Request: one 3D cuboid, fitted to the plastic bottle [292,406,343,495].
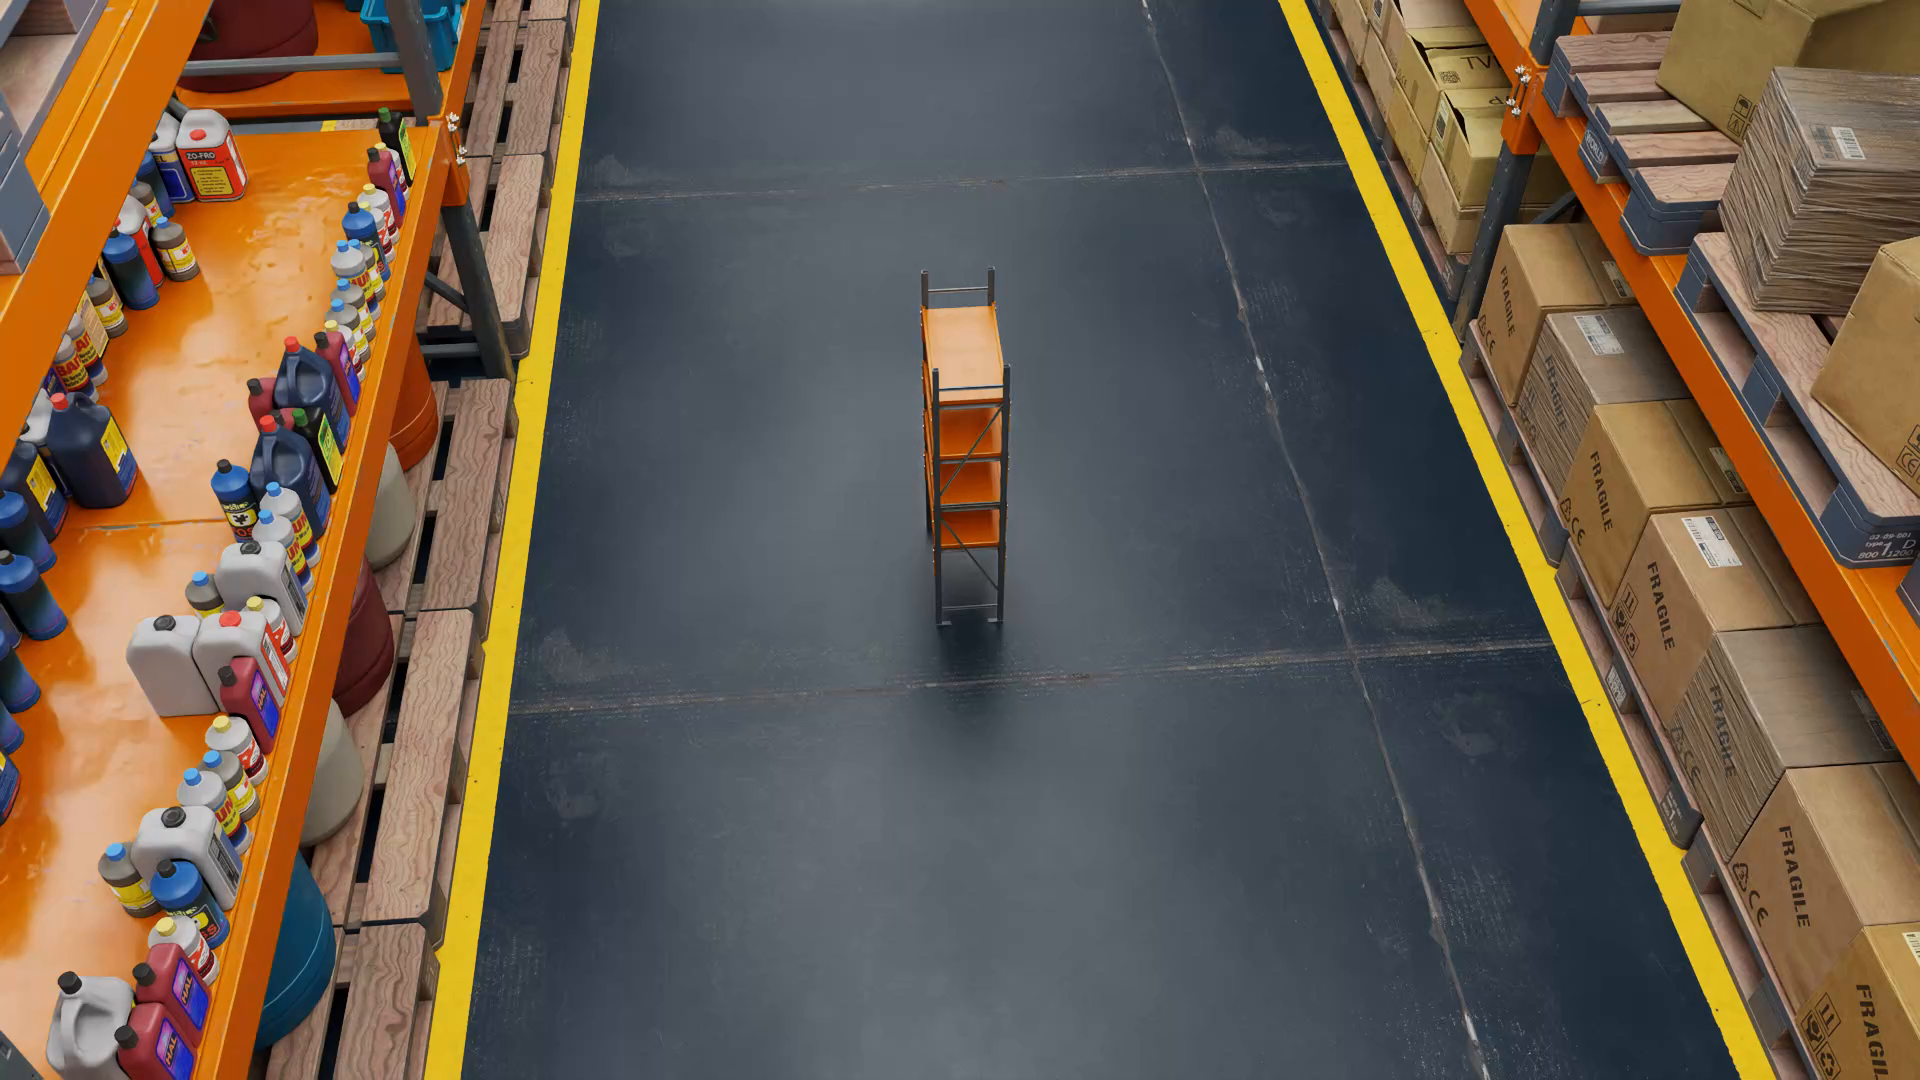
[{"bbox_3d":[-1.750,-0.266,4.516,0.061,0.283,0.133,-3,47,-3],"label":"plastic bottle"}]

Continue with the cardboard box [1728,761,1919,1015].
[{"bbox_3d":[2.580,0.976,4.678,0.500,0.500,0.500,-3,47,-3],"label":"cardboard box"}]

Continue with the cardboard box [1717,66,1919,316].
[{"bbox_3d":[2.656,-0.985,4.759,0.700,0.500,0.500,4,47,4],"label":"cardboard box"}]

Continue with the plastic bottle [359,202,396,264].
[{"bbox_3d":[-1.854,-0.973,5.242,0.097,0.201,0.097,0,47,0],"label":"plastic bottle"}]

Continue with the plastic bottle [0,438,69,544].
[{"bbox_3d":[-2.492,-0.161,4.371,0.144,0.351,0.185,-3,47,-3],"label":"plastic bottle"}]

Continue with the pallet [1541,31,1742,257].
[{"bbox_3d":[2.732,-1.376,5.620,1.213,0.211,1.003,-3,47,-3],"label":"pallet"}]

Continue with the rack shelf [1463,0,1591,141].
[{"bbox_3d":[2.437,-3.128,7.642,1.077,0.370,4.000,-3,47,-3],"label":"rack shelf"}]

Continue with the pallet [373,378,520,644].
[{"bbox_3d":[-2.224,-0.103,6.202,1.003,0.211,1.213,-3,47,-3],"label":"pallet"}]

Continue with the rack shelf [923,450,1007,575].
[{"bbox_3d":[0.014,-0.110,5.894,0.258,0.148,0.480,-3,47,-3],"label":"rack shelf"}]

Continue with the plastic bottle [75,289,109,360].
[{"bbox_3d":[-2.594,-0.656,4.885,0.061,0.283,0.133,-3,47,-3],"label":"plastic bottle"}]

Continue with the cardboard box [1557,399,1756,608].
[{"bbox_3d":[2.445,-0.132,5.727,0.500,0.500,0.500,-4,47,-4],"label":"cardboard box"}]

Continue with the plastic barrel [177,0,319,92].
[{"bbox_3d":[-2.672,-1.994,5.979,0.600,0.536,0.708,-3,47,-3],"label":"plastic barrel"}]

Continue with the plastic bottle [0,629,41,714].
[{"bbox_3d":[-2.313,0.295,3.993,0.097,0.271,0.097,0,47,0],"label":"plastic bottle"}]

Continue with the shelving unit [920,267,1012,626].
[{"bbox_3d":[0.014,-0.293,5.701,0.258,1.200,0.503,-3,47,-3],"label":"shelving unit"}]

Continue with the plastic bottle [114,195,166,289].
[{"bbox_3d":[-2.579,-0.920,5.141,0.152,0.276,0.135,-3,47,-3],"label":"plastic bottle"}]

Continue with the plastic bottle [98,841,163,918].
[{"bbox_3d":[-1.809,0.731,3.629,0.097,0.201,0.097,0,47,0],"label":"plastic bottle"}]

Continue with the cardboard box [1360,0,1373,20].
[{"bbox_3d":[2.186,-2.788,8.043,0.500,0.311,0.500,-2,47,-2],"label":"cardboard box"}]

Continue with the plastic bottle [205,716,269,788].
[{"bbox_3d":[-1.685,0.483,3.863,0.097,0.201,0.097,0,47,0],"label":"plastic bottle"}]

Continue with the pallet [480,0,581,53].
[{"bbox_3d":[-2.562,-2.999,8.945,1.003,0.211,1.213,-3,47,-3],"label":"pallet"}]

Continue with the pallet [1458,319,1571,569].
[{"bbox_3d":[2.630,-0.427,6.509,1.003,0.211,1.213,-3,47,-3],"label":"pallet"}]

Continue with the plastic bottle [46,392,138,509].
[{"bbox_3d":[-2.352,-0.268,4.471,0.144,0.351,0.185,-3,47,-3],"label":"plastic bottle"}]

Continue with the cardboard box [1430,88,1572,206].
[{"bbox_3d":[2.316,-1.684,6.997,0.500,0.311,0.500,-2,47,-2],"label":"cardboard box"}]

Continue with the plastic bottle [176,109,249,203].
[{"bbox_3d":[-2.466,-1.264,5.466,0.152,0.276,0.135,-3,47,-3],"label":"plastic bottle"}]

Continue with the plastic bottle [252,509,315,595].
[{"bbox_3d":[-1.735,0.027,4.247,0.097,0.271,0.097,0,47,0],"label":"plastic bottle"}]

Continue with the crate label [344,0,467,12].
[{"bbox_3d":[-2.145,-2.377,6.411,0.502,0.435,0.616,-3,47,-3],"label":"crate label"}]

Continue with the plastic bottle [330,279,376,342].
[{"bbox_3d":[-1.821,-0.691,4.975,0.097,0.201,0.097,0,47,0],"label":"plastic bottle"}]

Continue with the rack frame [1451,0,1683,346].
[{"bbox_3d":[2.605,-1.928,6.010,1.000,3.000,0.127,-3,47,-3],"label":"rack frame"}]

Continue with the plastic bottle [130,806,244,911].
[{"bbox_3d":[-1.686,0.684,3.622,0.152,0.276,0.135,-3,47,-3],"label":"plastic bottle"}]

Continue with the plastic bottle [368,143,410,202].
[{"bbox_3d":[-1.881,-1.210,5.467,0.097,0.201,0.097,0,47,0],"label":"plastic bottle"}]

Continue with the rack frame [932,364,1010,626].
[{"bbox_3d":[0.034,-0.116,5.534,0.240,1.200,0.015,-3,47,-3],"label":"rack frame"}]

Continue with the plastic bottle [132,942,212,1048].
[{"bbox_3d":[-1.613,0.917,3.396,0.061,0.283,0.133,-3,47,-3],"label":"plastic bottle"}]

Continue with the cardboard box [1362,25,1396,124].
[{"bbox_3d":[2.232,-2.230,7.900,0.500,0.250,0.500,-3,47,-2],"label":"cardboard box"}]

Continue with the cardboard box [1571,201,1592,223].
[{"bbox_3d":[2.854,-1.524,7.232,0.500,0.250,0.500,-4,47,-3],"label":"cardboard box"}]

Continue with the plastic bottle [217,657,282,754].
[{"bbox_3d":[-1.677,0.370,3.914,0.061,0.283,0.133,-3,47,-3],"label":"plastic bottle"}]

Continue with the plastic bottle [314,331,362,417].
[{"bbox_3d":[-1.777,-0.496,4.734,0.061,0.283,0.133,-3,47,-3],"label":"plastic bottle"}]

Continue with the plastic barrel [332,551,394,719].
[{"bbox_3d":[-2.179,0.225,5.343,0.600,0.588,0.708,-3,47,-3],"label":"plastic barrel"}]

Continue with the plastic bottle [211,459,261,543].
[{"bbox_3d":[-1.895,-0.105,4.372,0.097,0.271,0.097,0,47,0],"label":"plastic bottle"}]

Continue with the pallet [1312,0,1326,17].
[{"bbox_3d":[2.371,-3.333,9.261,1.003,0.211,1.213,-3,47,-3],"label":"pallet"}]

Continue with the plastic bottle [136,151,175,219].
[{"bbox_3d":[-2.635,-1.167,5.378,0.097,0.271,0.097,0,47,0],"label":"plastic bottle"}]

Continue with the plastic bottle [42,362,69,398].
[{"bbox_3d":[-2.566,-0.418,4.661,0.061,0.283,0.133,-3,47,-3],"label":"plastic bottle"}]
